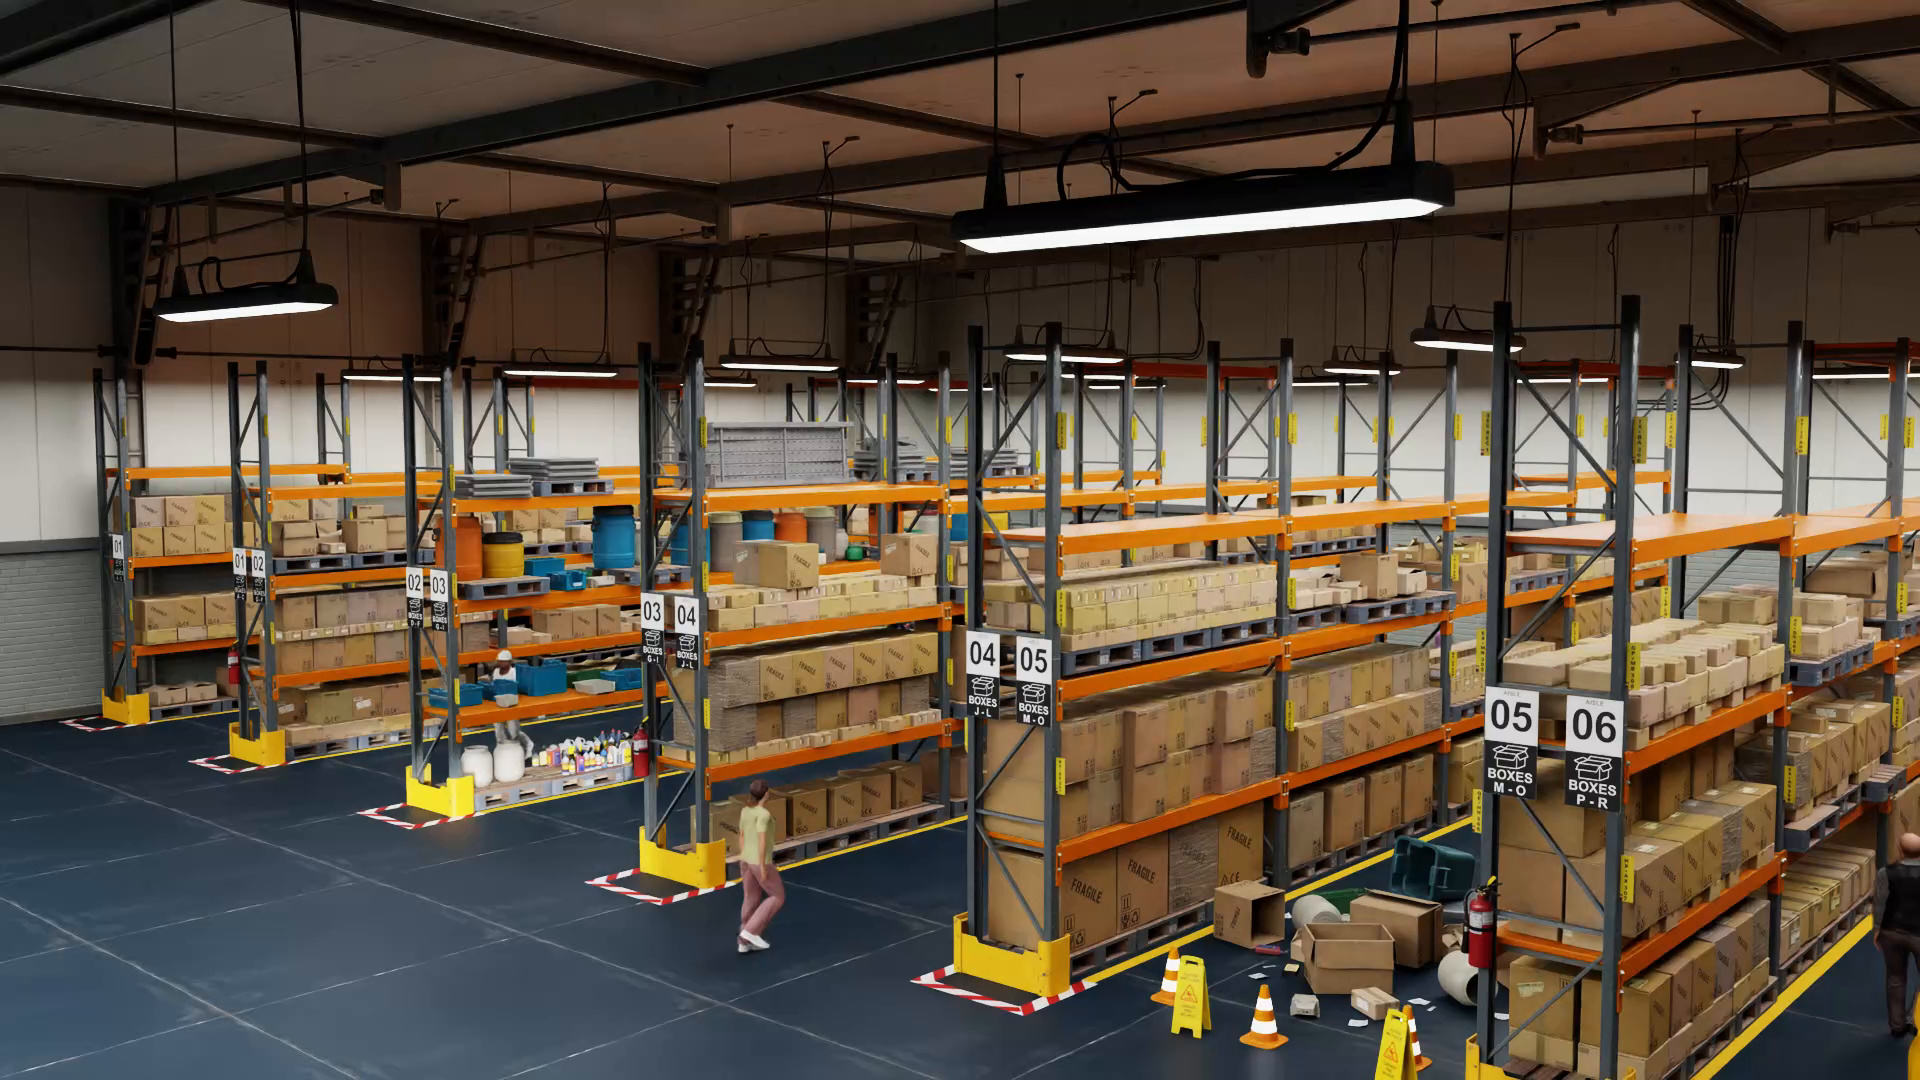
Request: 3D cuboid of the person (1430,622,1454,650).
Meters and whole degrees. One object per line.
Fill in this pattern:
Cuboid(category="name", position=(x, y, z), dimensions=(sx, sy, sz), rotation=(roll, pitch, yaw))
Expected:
Cuboid(category="person", position=(8.578, 2.191, 29.584), dimensions=(0.470, 1.604, 0.437), rotation=(1, 4, 10))

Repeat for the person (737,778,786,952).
Cuboid(category="person", position=(-1.966, 3.142, 16.088), dimensions=(0.458, 1.658, 0.486), rotation=(-3, 5, -36))

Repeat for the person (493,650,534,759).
Cuboid(category="person", position=(-6.681, 2.481, 24.776), dimensions=(0.635, 1.744, 0.666), rotation=(2, 4, 20))

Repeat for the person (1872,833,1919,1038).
Cuboid(category="person", position=(7.884, 3.296, 13.812), dimensions=(0.549, 1.720, 0.524), rotation=(4, 6, 42))
